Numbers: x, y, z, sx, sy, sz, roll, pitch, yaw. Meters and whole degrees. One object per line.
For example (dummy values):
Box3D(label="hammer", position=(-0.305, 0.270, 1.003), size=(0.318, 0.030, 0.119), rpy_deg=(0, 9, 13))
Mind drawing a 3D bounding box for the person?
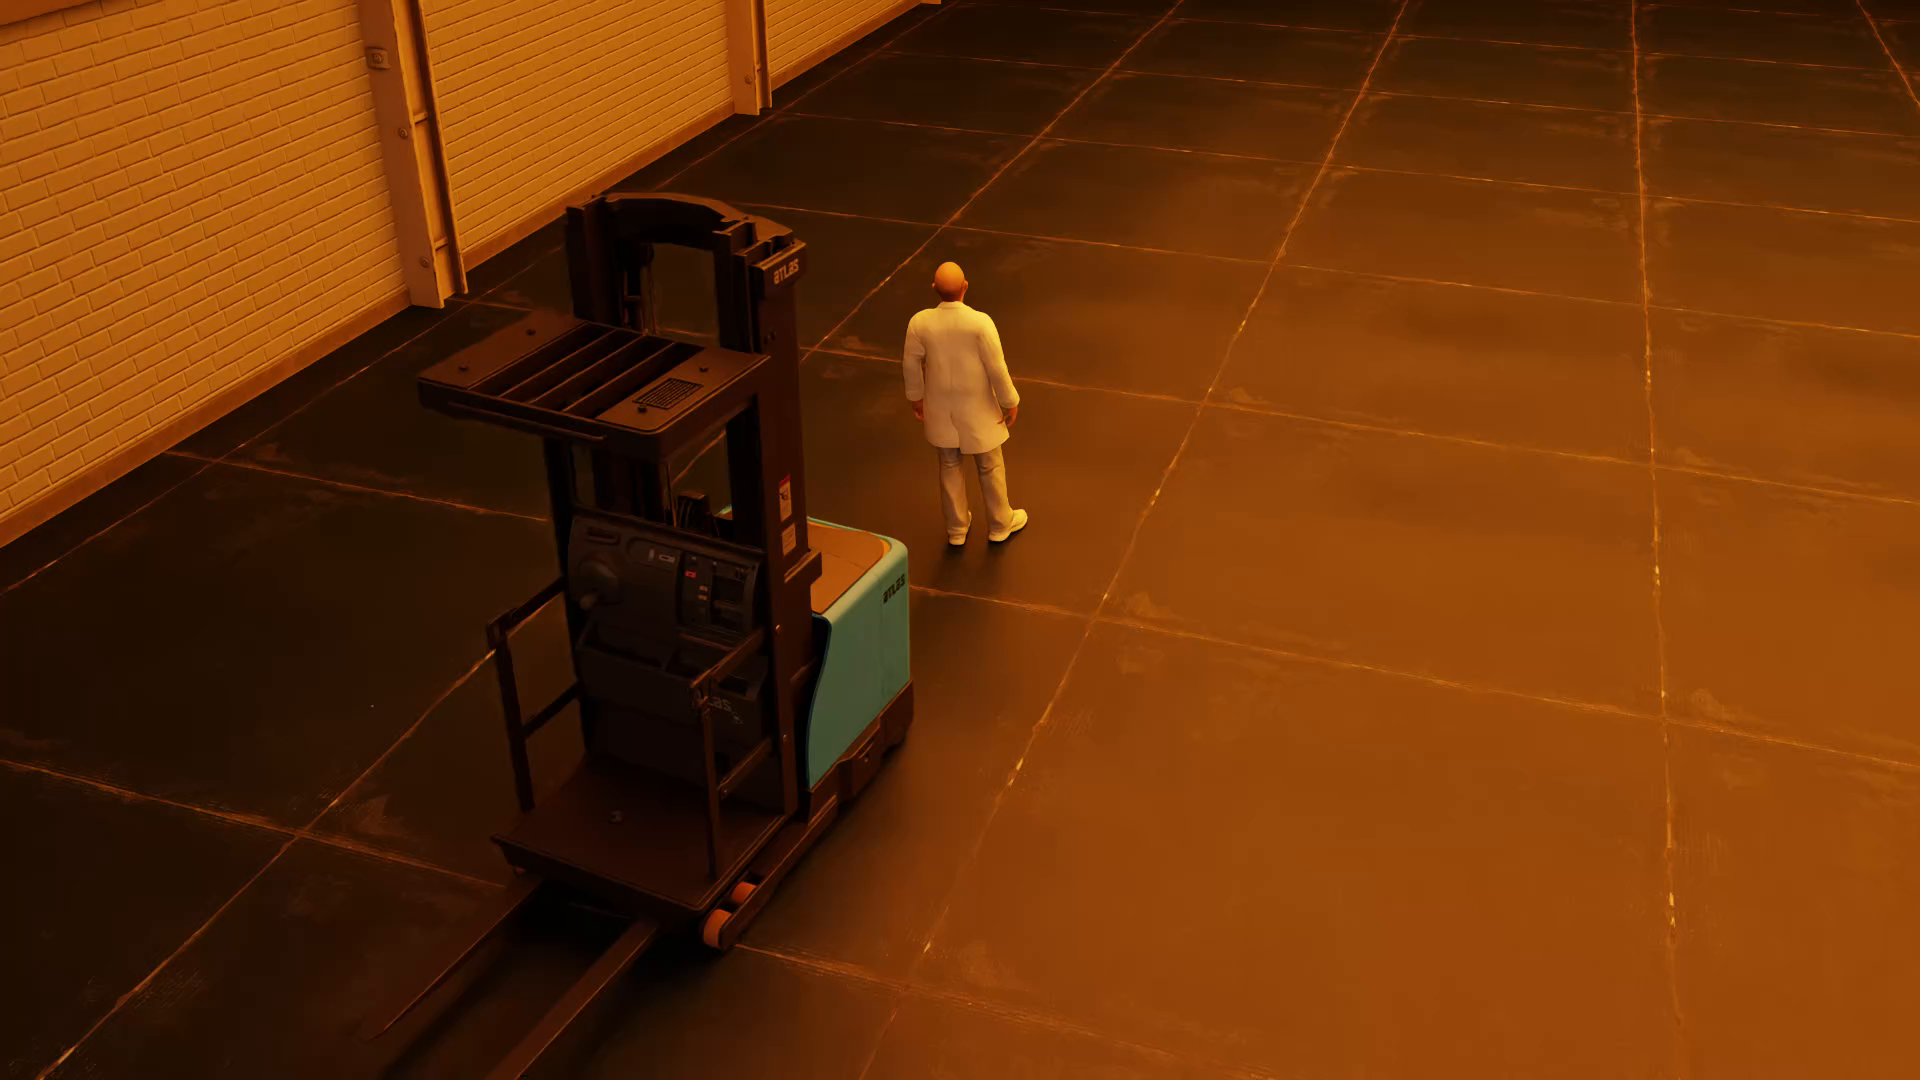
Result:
Box3D(label="person", position=(0.034, -0.820, 9.725), size=(0.696, 1.775, 0.581), rpy_deg=(10, 31, 16))

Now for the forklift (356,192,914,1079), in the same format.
Box3D(label="forklift", position=(-1.335, 0.212, 6.765), size=(1.130, 2.935, 3.031), rpy_deg=(14, 32, 23))
